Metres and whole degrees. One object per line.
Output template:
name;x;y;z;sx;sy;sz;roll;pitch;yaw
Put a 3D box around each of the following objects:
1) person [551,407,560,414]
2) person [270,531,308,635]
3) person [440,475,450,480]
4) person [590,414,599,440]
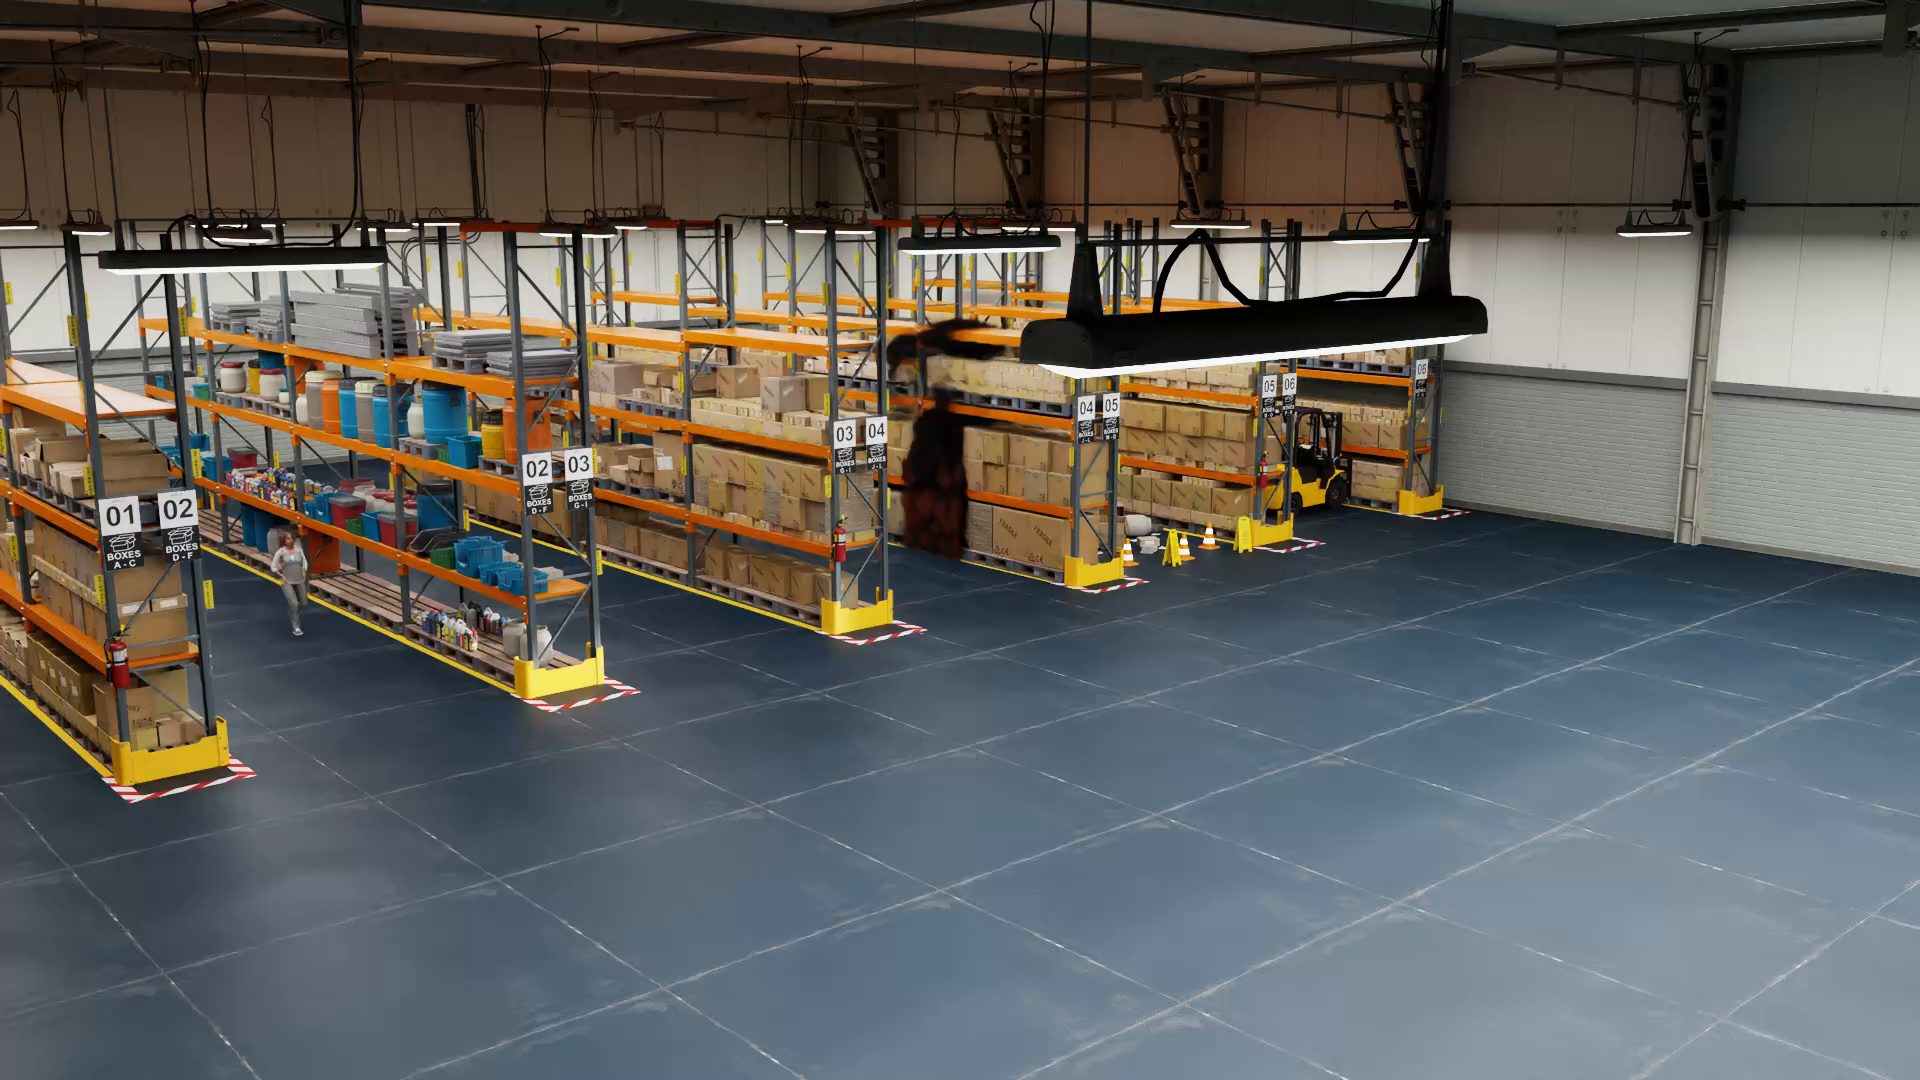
person;-9.710;-2.413;39.858;0.718;1.688;0.765;3;12;13
person;-9.981;0.633;24.810;0.535;1.548;0.567;-9;15;-38
person;-9.104;-0.341;29.502;0.705;1.629;0.613;10;15;40
person;-8.387;-2.040;37.445;0.745;1.775;1.072;-9;15;-39
